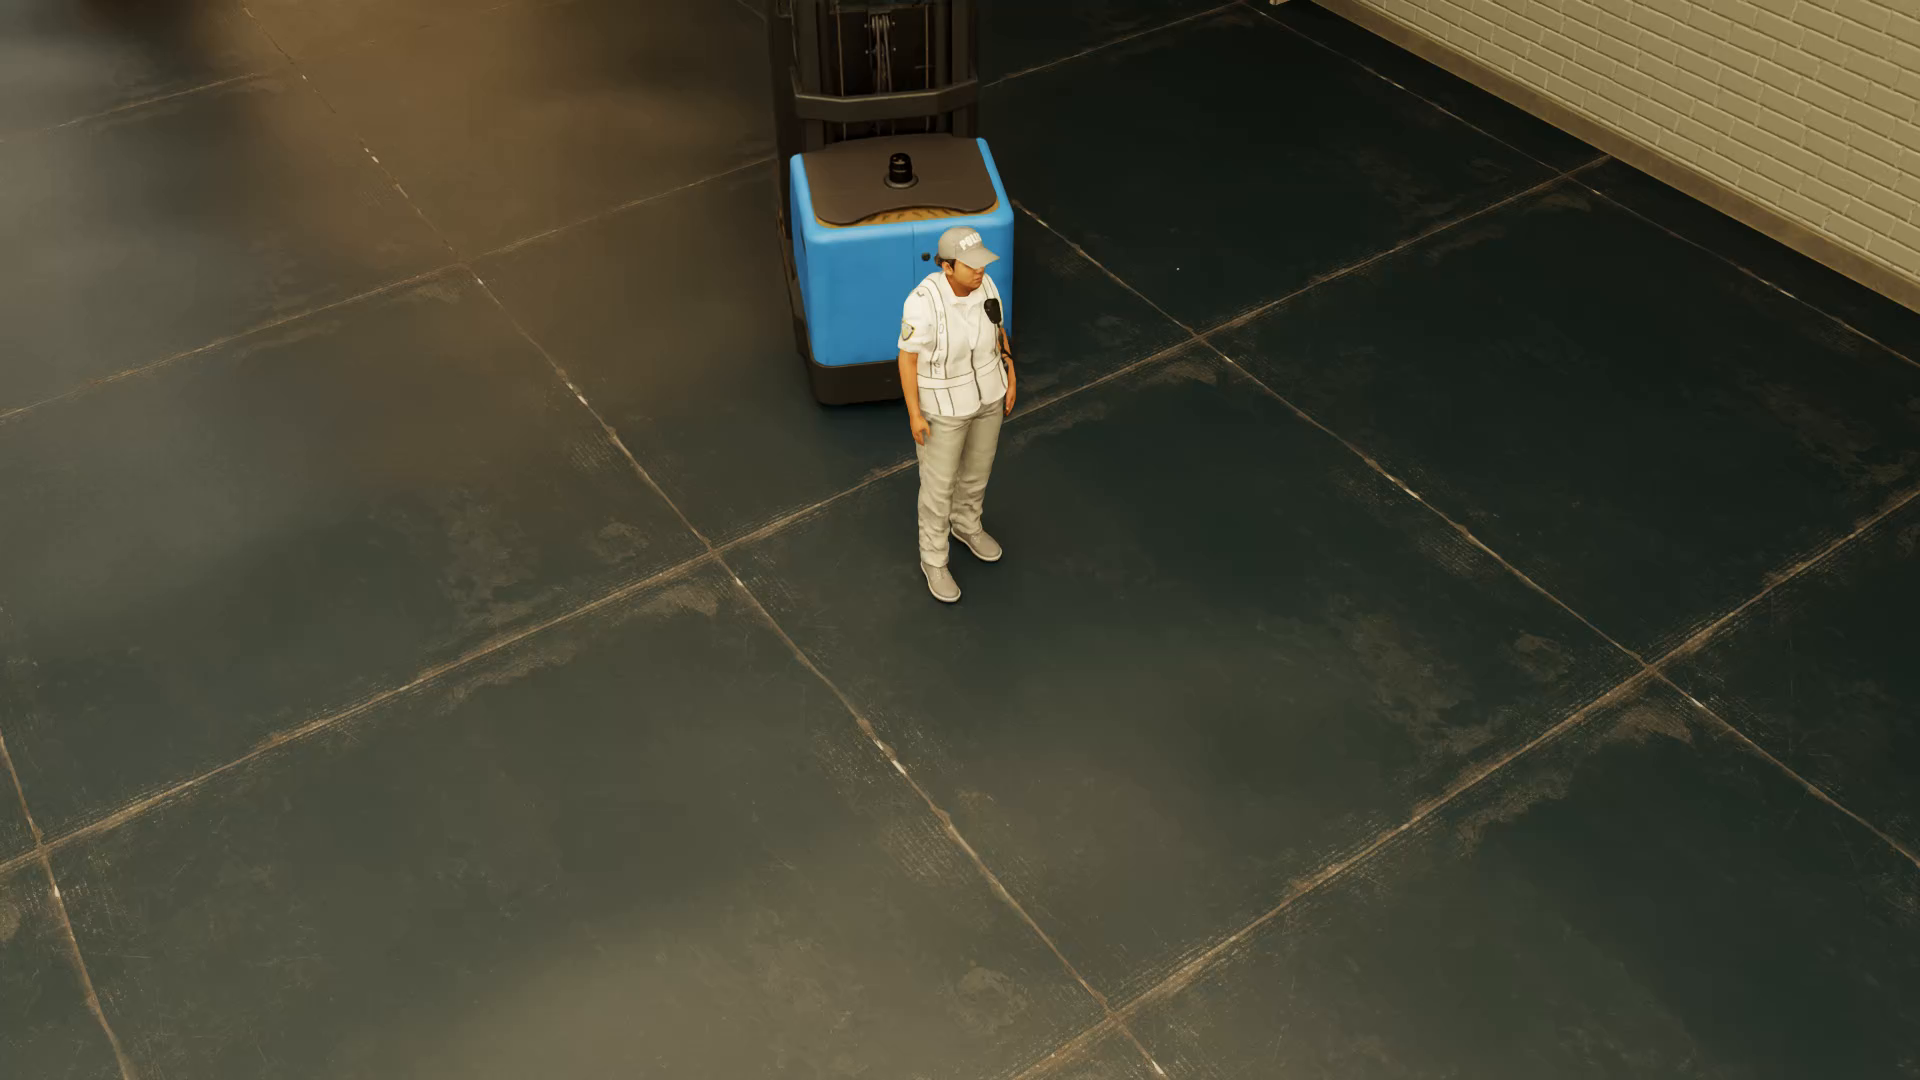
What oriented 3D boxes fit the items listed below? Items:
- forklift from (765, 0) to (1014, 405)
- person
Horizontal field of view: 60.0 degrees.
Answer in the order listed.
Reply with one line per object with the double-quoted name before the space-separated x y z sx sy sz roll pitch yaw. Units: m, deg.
"forklift" -0.486 -2.777 8.729 1.130 2.935 3.031 -7 43 -7
"person" 0.025 -0.567 7.253 0.597 1.670 0.529 -25 48 -25
